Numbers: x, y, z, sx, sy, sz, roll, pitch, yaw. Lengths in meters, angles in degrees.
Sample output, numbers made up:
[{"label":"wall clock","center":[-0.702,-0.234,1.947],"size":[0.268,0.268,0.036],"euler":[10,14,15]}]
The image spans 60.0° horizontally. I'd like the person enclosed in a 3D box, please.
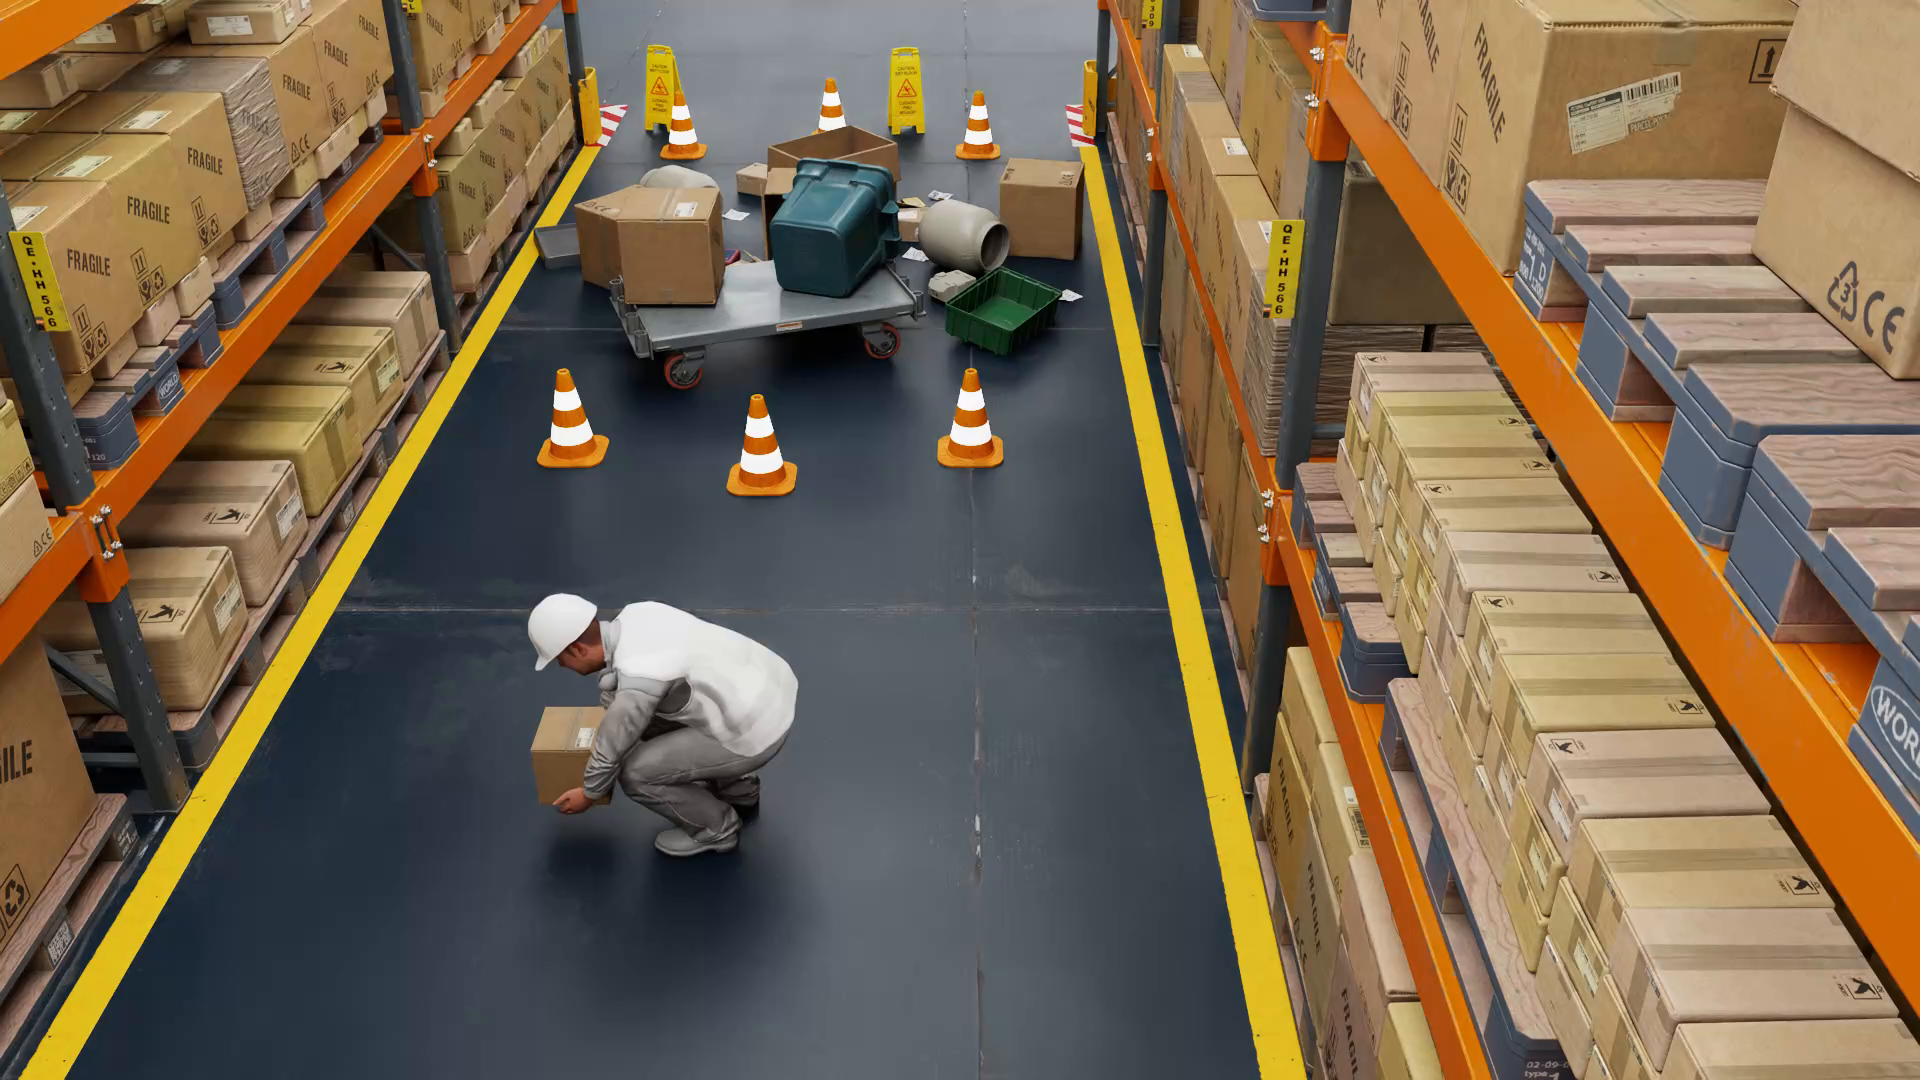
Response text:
[{"label":"person","center":[-1.008,0.617,5.811],"size":[0.870,1.034,0.546],"euler":[0,31,0]}]
